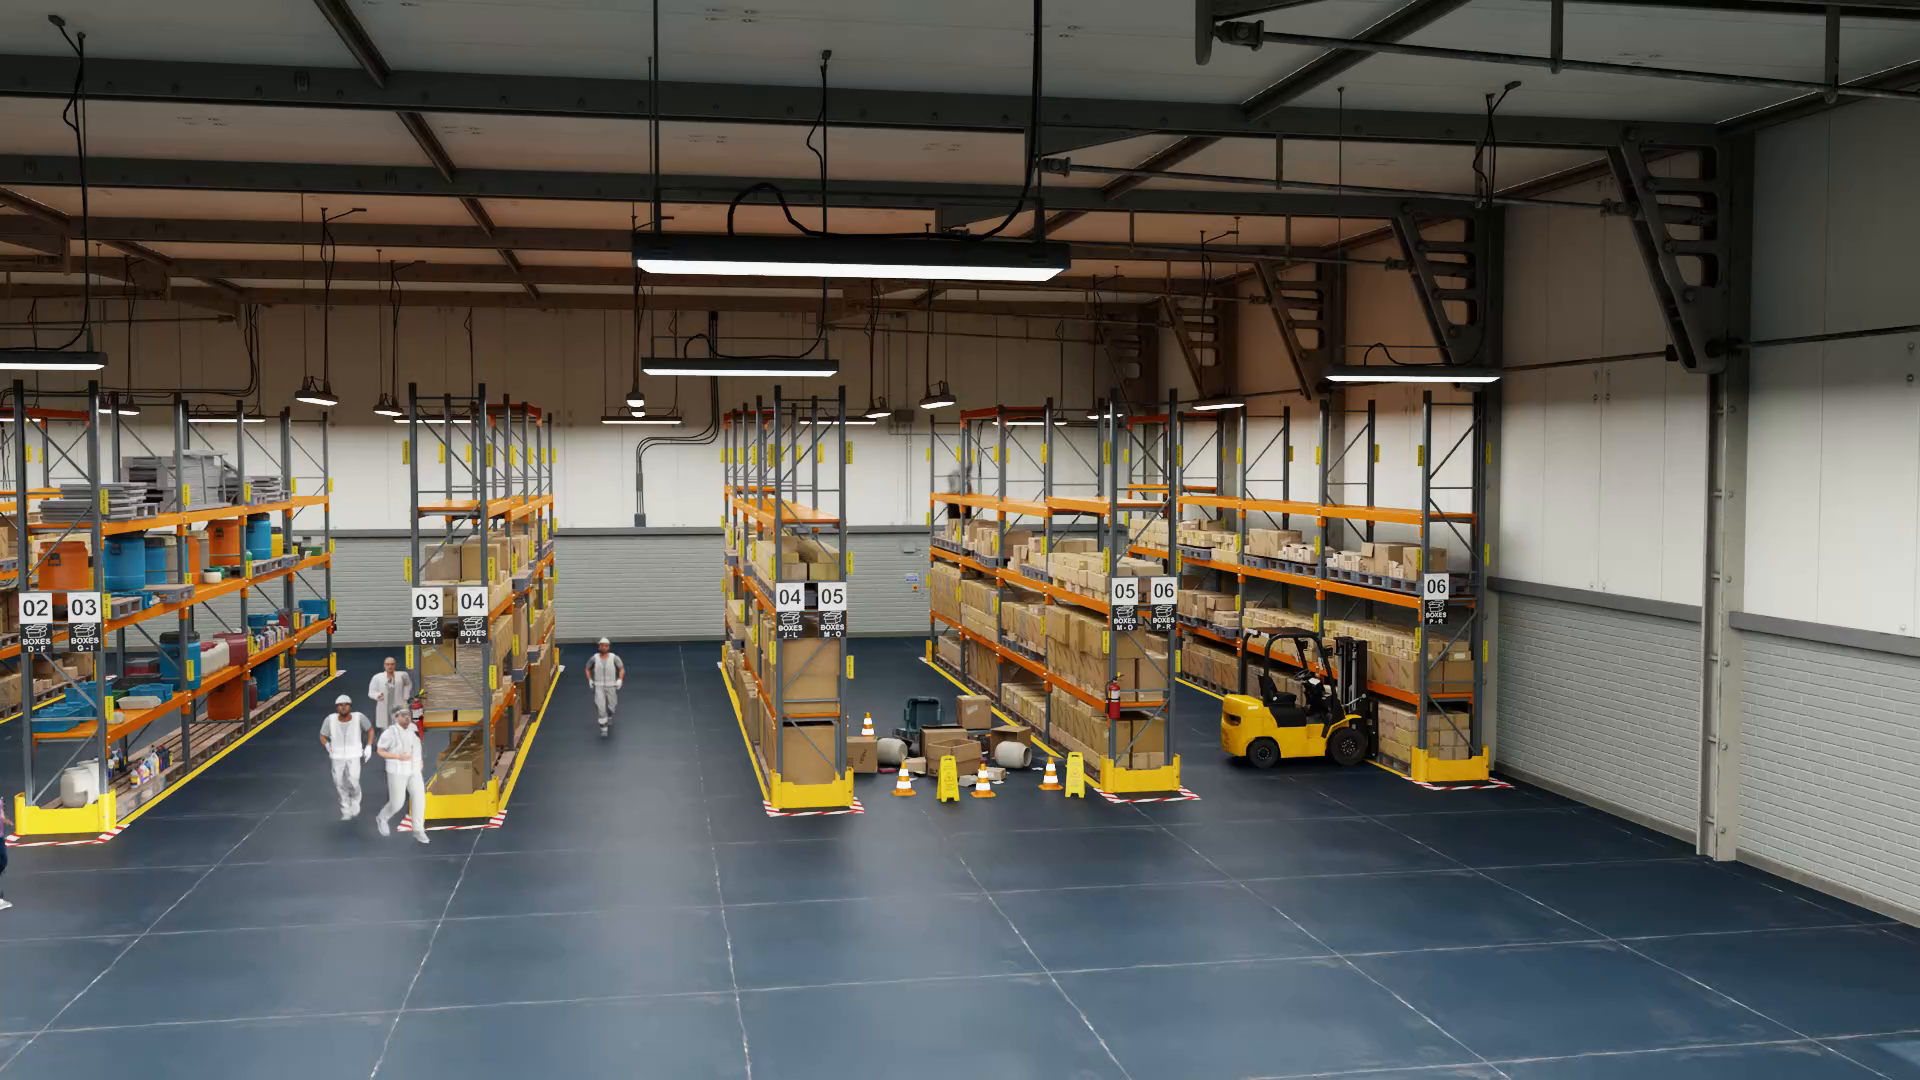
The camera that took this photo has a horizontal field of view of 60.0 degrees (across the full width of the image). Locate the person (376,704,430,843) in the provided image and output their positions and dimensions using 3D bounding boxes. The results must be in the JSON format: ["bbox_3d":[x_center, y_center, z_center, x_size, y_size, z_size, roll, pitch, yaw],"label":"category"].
[{"bbox_3d":[-7.252,3.013,21.620,0.881,1.799,0.686,2,3,32],"label":"person"}]

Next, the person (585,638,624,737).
[{"bbox_3d":[-6.356,2.614,29.750,0.696,1.741,0.708,-1,3,-14],"label":"person"}]

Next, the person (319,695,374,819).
[{"bbox_3d":[-8.397,2.980,22.742,0.695,1.734,0.626,-1,3,-14],"label":"person"}]

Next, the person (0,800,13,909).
[{"bbox_3d":[-10.810,3.289,18.388,0.680,1.553,0.542,1,3,13],"label":"person"}]

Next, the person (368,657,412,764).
[{"bbox_3d":[-9.089,2.777,26.533,0.649,1.838,0.931,-1,3,-17],"label":"person"}]
